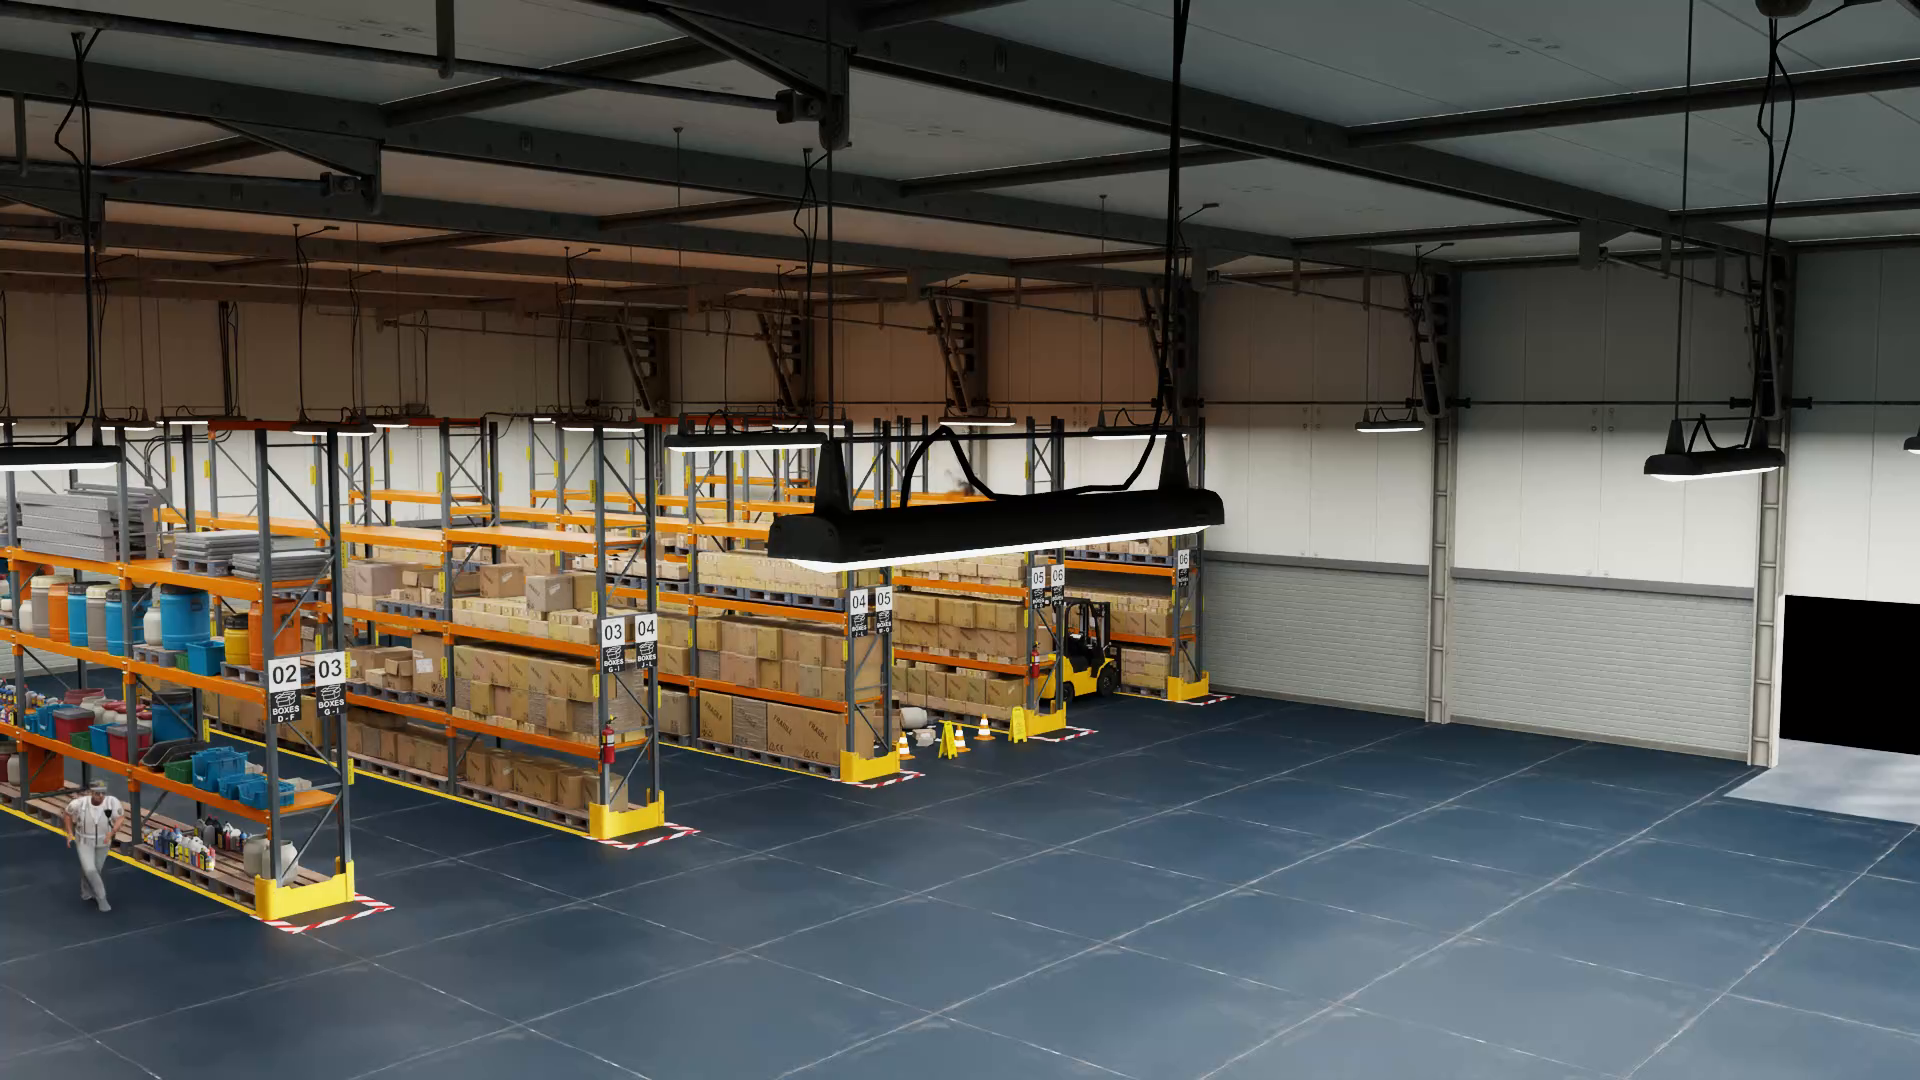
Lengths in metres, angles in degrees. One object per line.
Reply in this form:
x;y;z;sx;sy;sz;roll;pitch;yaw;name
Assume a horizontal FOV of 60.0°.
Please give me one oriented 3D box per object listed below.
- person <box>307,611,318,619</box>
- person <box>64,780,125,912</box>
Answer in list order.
-14.773;2.293;38.164;0.672;1.768;0.813;0;5;3;person
-10.886;3.798;20.909;0.661;1.691;0.933;-4;6;-37;person
